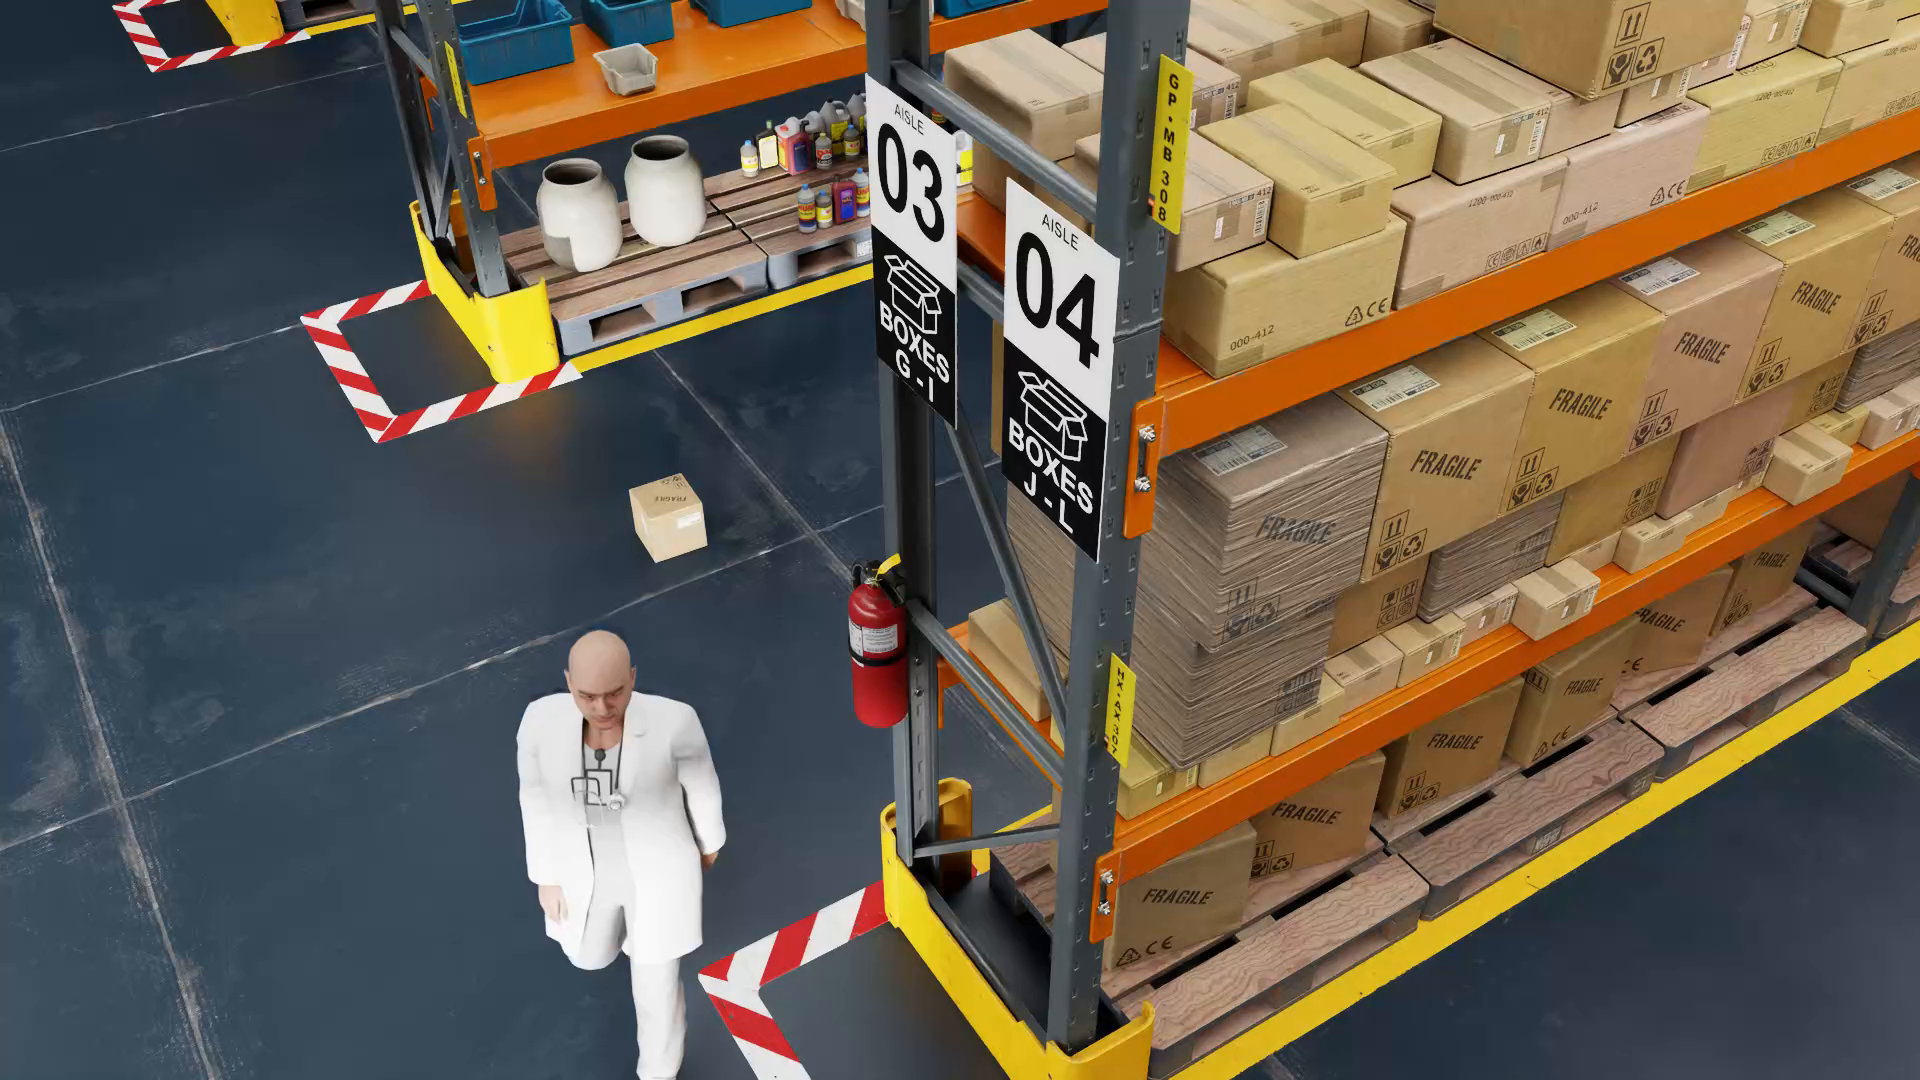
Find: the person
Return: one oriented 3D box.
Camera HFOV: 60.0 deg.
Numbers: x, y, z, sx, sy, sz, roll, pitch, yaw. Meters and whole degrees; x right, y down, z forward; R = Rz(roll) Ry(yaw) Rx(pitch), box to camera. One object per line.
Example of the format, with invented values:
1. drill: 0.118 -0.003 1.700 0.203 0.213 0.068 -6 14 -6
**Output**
1. person: -1.000 0.950 5.030 0.566 1.743 0.889 2 40 3
